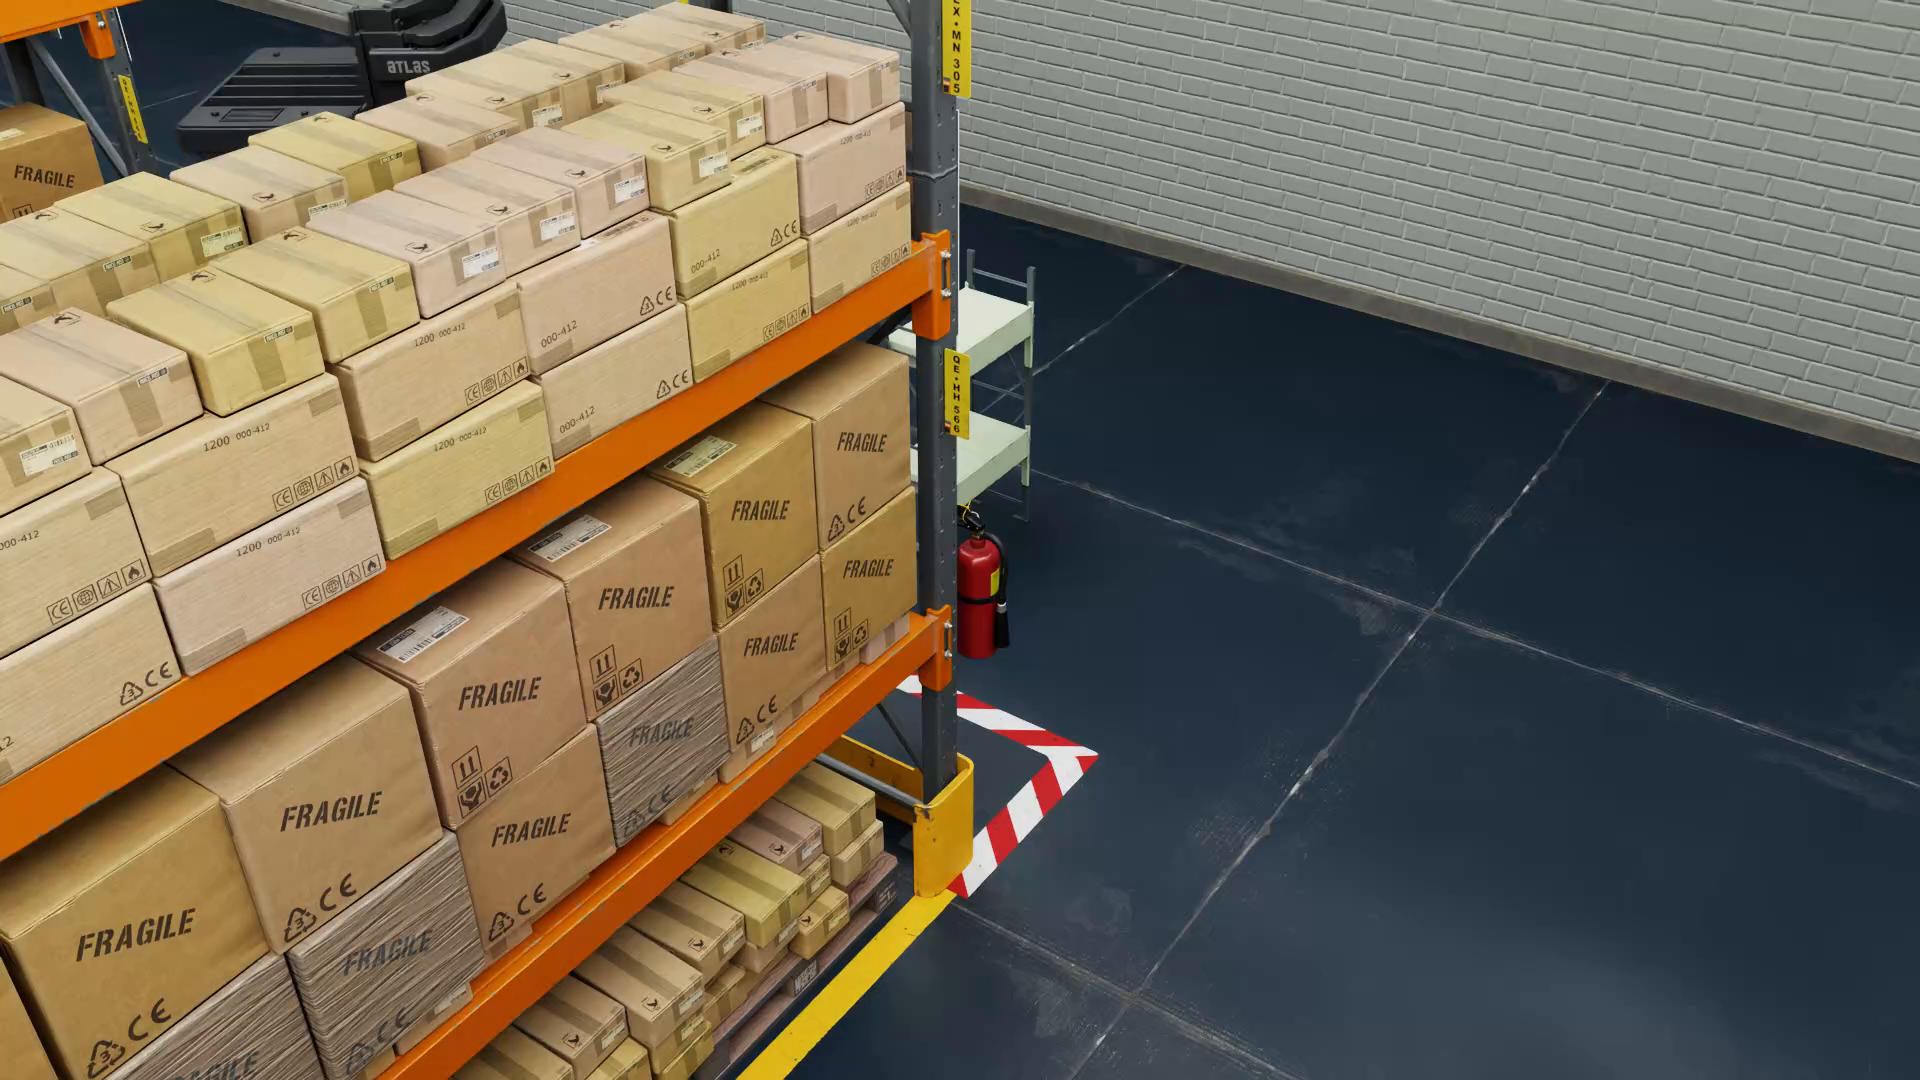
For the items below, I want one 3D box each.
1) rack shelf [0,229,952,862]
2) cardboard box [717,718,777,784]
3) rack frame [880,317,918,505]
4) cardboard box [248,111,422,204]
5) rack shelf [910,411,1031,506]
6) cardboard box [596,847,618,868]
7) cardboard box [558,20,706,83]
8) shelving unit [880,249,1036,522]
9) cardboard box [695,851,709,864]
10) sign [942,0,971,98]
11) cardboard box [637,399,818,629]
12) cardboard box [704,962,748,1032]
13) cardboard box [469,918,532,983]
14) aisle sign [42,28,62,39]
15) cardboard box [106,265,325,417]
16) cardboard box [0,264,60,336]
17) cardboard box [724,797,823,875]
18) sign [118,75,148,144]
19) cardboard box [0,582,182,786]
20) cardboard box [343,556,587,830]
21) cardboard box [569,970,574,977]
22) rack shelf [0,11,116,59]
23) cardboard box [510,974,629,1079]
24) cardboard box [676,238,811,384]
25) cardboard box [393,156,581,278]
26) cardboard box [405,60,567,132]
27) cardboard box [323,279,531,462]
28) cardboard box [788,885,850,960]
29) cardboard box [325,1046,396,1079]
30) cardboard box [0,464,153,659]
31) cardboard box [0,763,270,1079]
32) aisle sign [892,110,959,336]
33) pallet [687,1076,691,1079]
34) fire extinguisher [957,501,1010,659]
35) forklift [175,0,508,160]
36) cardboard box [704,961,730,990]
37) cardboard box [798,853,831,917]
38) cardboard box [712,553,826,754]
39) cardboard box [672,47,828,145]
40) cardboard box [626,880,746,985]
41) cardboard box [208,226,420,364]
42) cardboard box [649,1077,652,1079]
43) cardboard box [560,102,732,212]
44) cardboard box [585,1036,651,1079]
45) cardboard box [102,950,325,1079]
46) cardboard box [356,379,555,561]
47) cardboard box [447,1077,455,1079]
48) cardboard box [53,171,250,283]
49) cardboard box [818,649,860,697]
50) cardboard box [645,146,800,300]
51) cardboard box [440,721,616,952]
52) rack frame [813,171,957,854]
[{"bbox_3d":[-1.595,-0.095,4.352,1.077,0.370,4.000,21,39,28],"label":"rack shelf"},{"bbox_3d":[-0.838,0.621,5.553,0.380,0.149,0.250,22,40,29],"label":"cardboard box"},{"bbox_3d":[-0.212,-0.450,8.252,0.400,1.500,0.023,21,39,28],"label":"rack frame"},{"bbox_3d":[-1.629,-0.979,4.349,0.380,0.149,0.250,23,40,30],"label":"cardboard box"},{"bbox_3d":[-0.004,-0.348,8.684,0.431,0.370,0.720,21,39,28],"label":"rack shelf"},{"bbox_3d":[-1.215,0.838,5.232,0.380,0.149,0.250,20,39,26],"label":"cardboard box"},{"bbox_3d":[-0.986,-1.435,5.024,0.380,0.149,0.250,23,40,30],"label":"cardboard box"},{"bbox_3d":[-0.004,-0.618,8.501,0.431,1.500,0.755,21,39,28],"label":"shelving unit"},{"bbox_3d":[-1.098,1.222,6.611,0.380,0.149,0.250,21,39,28],"label":"cardboard box"},{"bbox_3d":[-0.010,-1.493,4.988,0.100,0.325,0.005,21,39,28],"label":"sign"},{"bbox_3d":[-0.800,-0.126,5.187,0.500,0.500,0.500,20,39,27],"label":"cardboard box"},{"bbox_3d":[-0.998,1.608,6.040,0.380,0.149,0.250,22,40,29],"label":"cardboard box"},{"bbox_3d":[-1.479,1.089,4.862,0.380,0.149,0.250,23,40,30],"label":"cardboard box"},{"bbox_3d":[-4.677,-2.907,8.226,0.394,0.787,0.004,21,39,28],"label":"aisle sign"},{"bbox_3d":[-1.581,-0.428,3.536,0.380,0.149,0.250,23,41,30],"label":"cardboard box"},{"bbox_3d":[-2.193,-0.496,3.635,0.380,0.149,0.250,20,39,26],"label":"cardboard box"},{"bbox_3d":[-0.738,1.112,6.243,0.380,0.149,0.250,22,40,29],"label":"cardboard box"},{"bbox_3d":[-4.033,-2.099,8.107,0.100,0.325,0.005,21,39,28],"label":"sign"},{"bbox_3d":[-1.976,0.228,3.368,0.500,0.250,0.500,21,39,27],"label":"cardboard box"},{"bbox_3d":[-1.388,0.360,4.468,0.500,0.500,0.500,20,39,27],"label":"cardboard box"},{"bbox_3d":[-1.542,1.457,5.998,0.380,0.149,0.250,19,39,26],"label":"cardboard box"},{"bbox_3d":[-5.612,-1.725,6.764,1.077,0.370,4.000,21,39,28],"label":"rack shelf"},{"bbox_3d":[-1.330,1.598,5.524,0.380,0.149,0.250,20,39,27],"label":"cardboard box"},{"bbox_3d":[-0.781,-0.720,4.769,0.500,0.250,0.500,21,39,28],"label":"cardboard box"},{"bbox_3d":[-1.159,-0.797,4.081,0.380,0.149,0.250,22,40,29],"label":"cardboard box"},{"bbox_3d":[-1.340,-1.222,4.709,0.380,0.149,0.250,22,40,29],"label":"cardboard box"},{"bbox_3d":[-1.390,-0.466,3.947,0.500,0.250,0.500,19,39,26],"label":"cardboard box"},{"bbox_3d":[-0.646,1.396,6.354,0.380,0.149,0.250,23,40,30],"label":"cardboard box"},{"bbox_3d":[-1.752,1.348,4.479,0.380,0.149,0.250,22,40,29],"label":"cardboard box"},{"bbox_3d":[-1.975,0.010,3.243,0.500,0.250,0.500,21,39,28],"label":"cardboard box"},{"bbox_3d":[-1.994,0.818,3.791,0.500,0.500,0.500,20,39,27],"label":"cardboard box"},{"bbox_3d":[-0.166,-1.085,5.532,0.394,0.787,0.004,21,39,28],"label":"aisle sign"},{"bbox_3d":[-1.686,2.041,5.719,1.003,0.211,1.213,21,39,28],"label":"pallet"},{"bbox_3d":[0.069,0.147,6.432,0.296,0.674,0.183,21,39,28],"label":"fire extinguisher"},{"bbox_3d":[-2.897,-1.203,8.089,3.031,2.935,1.130,0,34,-1],"label":"forklift"},{"bbox_3d":[-1.053,1.478,5.967,0.380,0.149,0.250,21,39,28],"label":"cardboard box"},{"bbox_3d":[-0.714,1.250,6.304,0.380,0.149,0.250,20,39,27],"label":"cardboard box"},{"bbox_3d":[-0.797,0.289,5.466,0.500,0.500,0.500,21,39,27],"label":"cardboard box"},{"bbox_3d":[-0.606,-1.287,4.806,0.380,0.149,0.250,22,40,29],"label":"cardboard box"},{"bbox_3d":[-0.981,1.371,5.860,0.380,0.149,0.250,20,39,26],"label":"cardboard box"},{"bbox_3d":[-1.443,-0.553,3.720,0.380,0.149,0.250,20,39,27],"label":"cardboard box"},{"bbox_3d":[-1.264,1.865,5.661,0.380,0.149,0.250,22,40,29],"label":"cardboard box"},{"bbox_3d":[-0.831,-1.020,4.410,0.380,0.149,0.250,22,40,29],"label":"cardboard box"},{"bbox_3d":[-1.262,1.741,5.577,0.380,0.149,0.250,23,41,30],"label":"cardboard box"},{"bbox_3d":[-1.969,1.228,4.077,0.500,0.500,0.500,21,39,28],"label":"cardboard box"},{"bbox_3d":[-1.362,-0.245,4.067,0.500,0.250,0.500,23,40,30],"label":"cardboard box"},{"bbox_3d":[-1.629,1.828,5.183,0.380,0.149,0.250,20,39,26],"label":"cardboard box"},{"bbox_3d":[-1.937,-0.740,3.997,0.380,0.149,0.250,21,39,27],"label":"cardboard box"},{"bbox_3d":[-0.581,0.376,5.916,0.380,0.149,0.250,21,39,28],"label":"cardboard box"},{"bbox_3d":[-0.798,-0.929,4.632,0.500,0.250,0.500,20,39,27],"label":"cardboard box"},{"bbox_3d":[-1.371,0.752,4.781,0.500,0.500,0.500,23,41,30],"label":"cardboard box"},{"bbox_3d":[-0.454,-0.071,6.352,1.000,3.000,0.127,21,39,28],"label":"rack frame"}]
